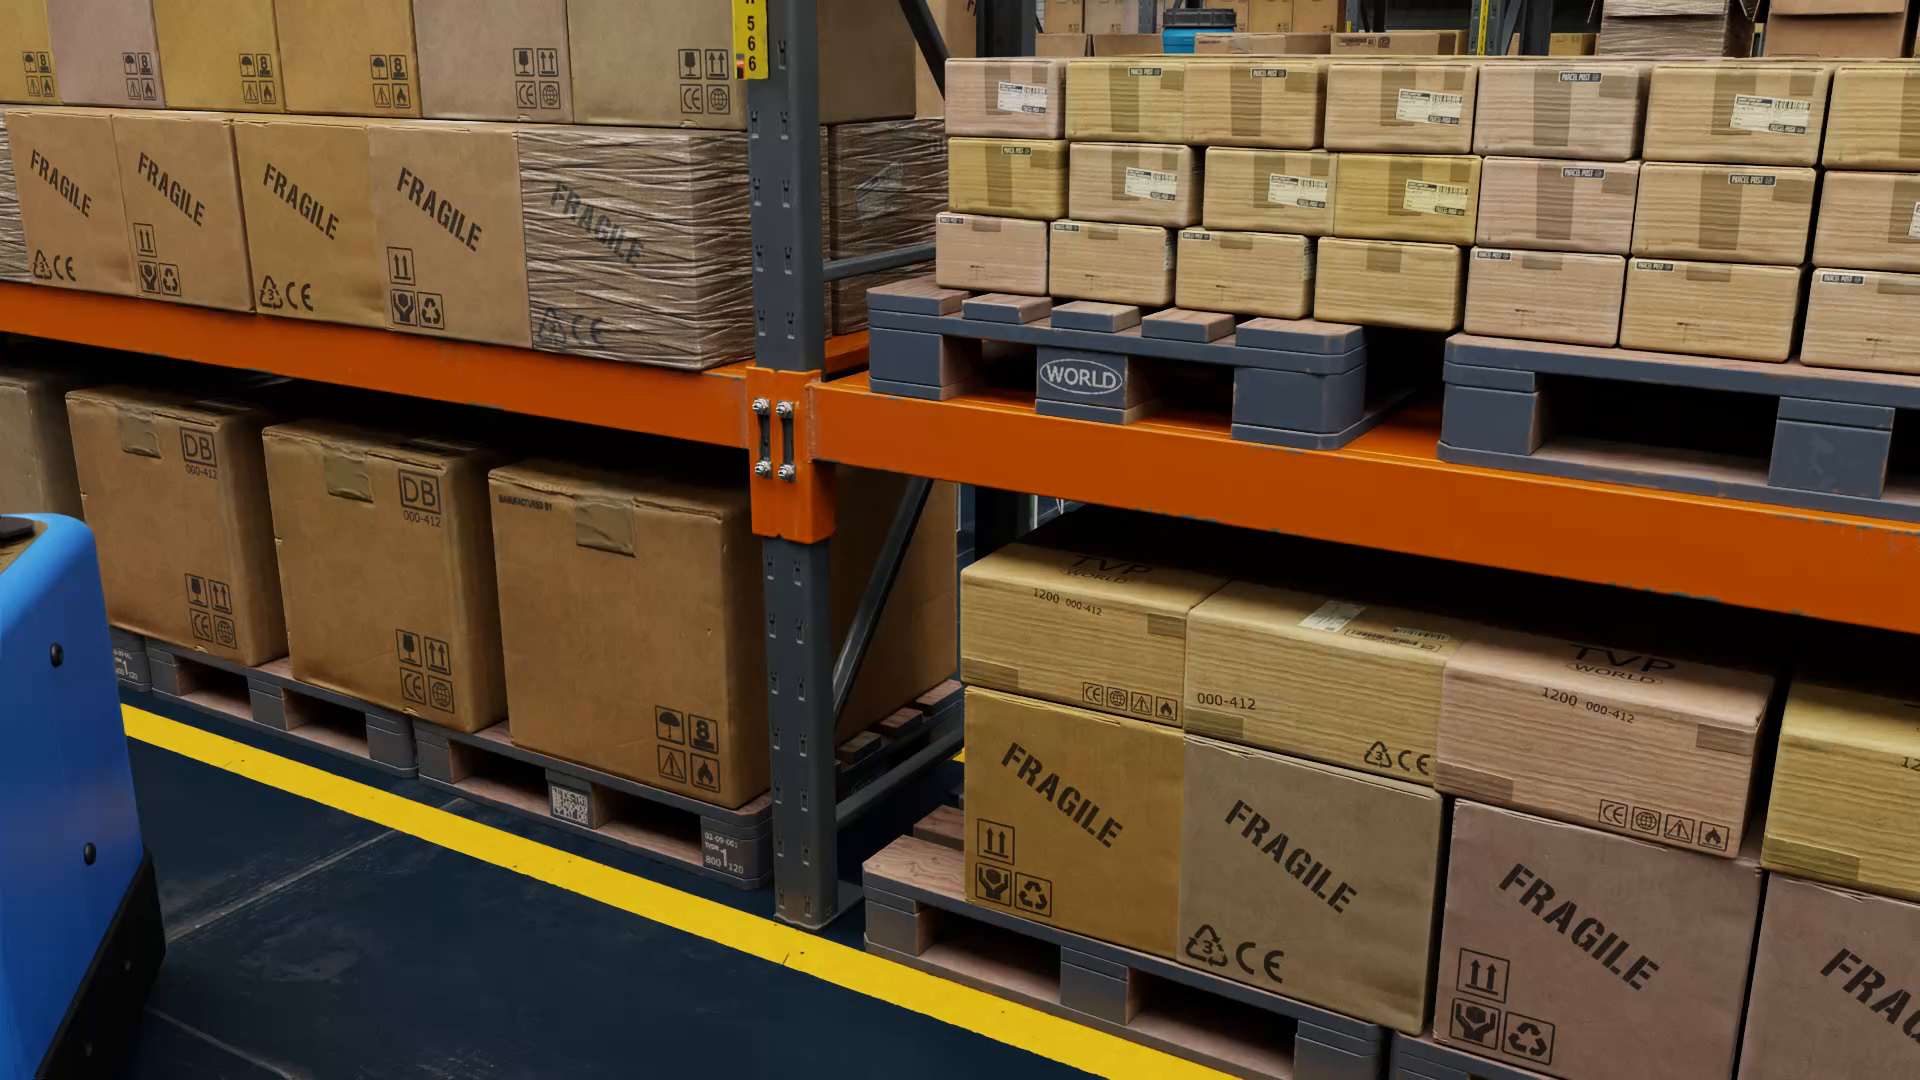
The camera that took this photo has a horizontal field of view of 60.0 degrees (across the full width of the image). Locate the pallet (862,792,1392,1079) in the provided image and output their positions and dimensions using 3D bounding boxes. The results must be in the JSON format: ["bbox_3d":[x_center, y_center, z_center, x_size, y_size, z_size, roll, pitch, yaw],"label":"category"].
[{"bbox_3d":[0.542,0.803,3.875,1.213,0.211,1.003,10,20,30],"label":"pallet"}]

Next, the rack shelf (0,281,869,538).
[{"bbox_3d":[-1.828,-0.611,4.969,4.000,0.370,1.077,10,20,30],"label":"rack shelf"}]

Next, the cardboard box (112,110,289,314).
[{"bbox_3d":[-1.937,-0.930,4.609,0.500,0.500,0.500,10,20,31],"label":"cardboard box"}]

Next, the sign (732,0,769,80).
[{"bbox_3d":[-0.411,-1.067,3.240,0.005,0.325,0.100,10,20,30],"label":"sign"}]

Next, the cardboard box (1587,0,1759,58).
[{"bbox_3d":[3.173,-2.276,7.316,0.637,0.503,0.797,11,20,32],"label":"cardboard box"}]

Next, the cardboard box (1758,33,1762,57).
[{"bbox_3d":[9.930,-5.871,20.121,0.500,0.500,0.700,8,18,24],"label":"cardboard box"}]

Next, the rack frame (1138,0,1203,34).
[{"bbox_3d":[1.742,-3.699,13.897,0.127,3.000,1.000,10,20,30],"label":"rack frame"}]

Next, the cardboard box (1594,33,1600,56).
[{"bbox_3d":[8.392,-6.146,21.024,0.500,0.500,0.700,13,21,38],"label":"cardboard box"}]

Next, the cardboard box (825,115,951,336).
[{"bbox_3d":[-0.365,-0.834,4.293,0.500,0.500,0.500,10,20,31],"label":"cardboard box"}]

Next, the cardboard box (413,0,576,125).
[{"bbox_3d":[-0.932,-1.324,4.188,0.500,0.500,0.700,10,19,29],"label":"cardboard box"}]

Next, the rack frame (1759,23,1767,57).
[{"bbox_3d":[7.746,-4.317,15.931,0.127,3.000,1.000,10,20,30],"label":"rack frame"}]

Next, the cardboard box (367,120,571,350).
[{"bbox_3d":[-1.072,-0.777,4.106,0.500,0.500,0.500,10,20,30],"label":"cardboard box"}]

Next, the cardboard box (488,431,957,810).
[{"bbox_3d":[-0.595,0.110,4.507,0.750,0.750,1.050,10,19,29],"label":"cardboard box"}]

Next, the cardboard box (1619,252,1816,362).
[{"bbox_3d":[1.283,-0.412,2.787,0.250,0.149,0.380,10,20,31],"label":"cardboard box"}]

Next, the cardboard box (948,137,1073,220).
[{"bbox_3d":[0.183,-0.751,3.389,0.250,0.149,0.380,11,20,33],"label":"cardboard box"}]

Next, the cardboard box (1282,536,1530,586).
[{"bbox_3d":[1.033,0.099,3.683,0.500,0.250,0.500,10,20,31],"label":"cardboard box"}]

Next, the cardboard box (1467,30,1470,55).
[{"bbox_3d":[6.636,-6.572,22.291,0.500,0.500,0.500,10,19,29],"label":"cardboard box"}]

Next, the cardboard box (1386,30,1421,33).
[{"bbox_3d":[5.934,-6.519,22.115,0.500,0.500,0.500,10,20,30],"label":"cardboard box"}]

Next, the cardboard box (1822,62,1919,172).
[{"bbox_3d":[1.500,-0.659,2.578,0.250,0.149,0.380,10,19,29],"label":"cardboard box"}]

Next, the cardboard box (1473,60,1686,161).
[{"bbox_3d":[1.063,-0.738,2.836,0.250,0.149,0.380,11,20,33],"label":"cardboard box"}]

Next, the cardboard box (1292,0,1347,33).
[{"bbox_3d":[3.956,-5.660,17.948,0.500,0.500,0.700,10,20,30],"label":"cardboard box"}]

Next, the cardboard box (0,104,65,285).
[{"bbox_3d":[-2.794,-1.084,5.116,0.500,0.500,0.500,10,20,30],"label":"cardboard box"}]

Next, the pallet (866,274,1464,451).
[{"bbox_3d":[0.540,-0.477,3.621,1.003,0.211,1.213,10,20,30],"label":"pallet"}]

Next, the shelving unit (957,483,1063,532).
[{"bbox_3d":[0.141,-0.549,6.624,0.503,1.200,0.258,10,20,30],"label":"shelving unit"}]

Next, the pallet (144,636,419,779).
[{"bbox_3d":[-1.791,0.359,5.336,1.213,0.211,1.003,10,20,30],"label":"pallet"}]

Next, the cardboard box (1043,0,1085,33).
[{"bbox_3d":[1.365,-6.120,19.463,0.500,0.500,0.700,10,20,30],"label":"cardboard box"}]

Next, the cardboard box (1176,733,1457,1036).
[{"bbox_3d":[0.776,0.591,3.354,0.500,0.500,0.500,10,20,31],"label":"cardboard box"}]

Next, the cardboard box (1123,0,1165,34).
[{"bbox_3d":[2.246,-5.965,18.953,0.500,0.500,0.700,10,20,30],"label":"cardboard box"}]

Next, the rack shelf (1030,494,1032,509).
[{"bbox_3d":[0.141,-0.258,6.712,0.480,0.148,0.258,10,20,30],"label":"rack shelf"}]

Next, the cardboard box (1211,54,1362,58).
[{"bbox_3d":[0.747,-1.016,3.752,0.250,0.149,0.380,10,19,29],"label":"cardboard box"}]

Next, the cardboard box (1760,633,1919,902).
[{"bbox_3d":[1.629,0.385,2.741,0.500,0.250,0.500,9,19,28],"label":"cardboard box"}]

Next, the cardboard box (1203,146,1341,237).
[{"bbox_3d":[0.645,-0.670,3.124,0.250,0.149,0.380,9,19,28],"label":"cardboard box"}]

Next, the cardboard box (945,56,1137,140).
[{"bbox_3d":[0.173,-0.897,3.360,0.250,0.149,0.380,10,20,30],"label":"cardboard box"}]

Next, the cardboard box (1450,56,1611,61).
[{"bbox_3d":[1.200,-0.937,3.491,0.250,0.149,0.380,11,20,32],"label":"cardboard box"}]

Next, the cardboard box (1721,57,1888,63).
[{"bbox_3d":[1.635,-0.858,3.231,0.250,0.149,0.380,11,20,33],"label":"cardboard box"}]

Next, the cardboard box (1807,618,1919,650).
[{"bbox_3d":[1.906,0.257,3.162,0.500,0.250,0.500,11,20,32],"label":"cardboard box"}]

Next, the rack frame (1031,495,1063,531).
[{"bbox_3d":[0.349,-0.512,6.502,0.015,1.200,0.240,10,20,30],"label":"rack frame"}]

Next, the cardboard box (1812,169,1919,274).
[{"bbox_3d":[1.513,-0.515,2.614,0.250,0.149,0.380,11,20,32],"label":"cardboard box"}]

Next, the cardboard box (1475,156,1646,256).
[{"bbox_3d":[1.072,-0.594,2.873,0.250,0.149,0.380,10,20,30],"label":"cardboard box"}]

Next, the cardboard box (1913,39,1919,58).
[{"bbox_3d":[11.057,-5.525,19.190,0.500,0.500,0.500,11,20,32],"label":"cardboard box"}]

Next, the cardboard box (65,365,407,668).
[{"bbox_3d":[-2.136,-0.164,5.408,0.750,0.750,1.050,10,20,30],"label":"cardboard box"}]

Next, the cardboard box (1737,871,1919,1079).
[{"bbox_3d":[1.651,0.745,2.845,0.500,0.500,0.500,10,19,29],"label":"cardboard box"}]

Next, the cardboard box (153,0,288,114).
[{"bbox_3d":[-1.806,-1.480,4.699,0.500,0.500,0.700,10,20,30],"label":"cardboard box"}]

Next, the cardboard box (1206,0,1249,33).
[{"bbox_3d":[3.098,-5.813,18.452,0.500,0.500,0.700,10,20,30],"label":"cardboard box"}]

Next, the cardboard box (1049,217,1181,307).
[{"bbox_3d":[0.381,-0.573,3.315,0.250,0.149,0.380,11,20,33],"label":"cardboard box"}]

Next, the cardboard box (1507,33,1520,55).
[{"bbox_3d":[7.343,-6.325,21.614,0.500,0.500,0.700,10,20,30],"label":"cardboard box"}]

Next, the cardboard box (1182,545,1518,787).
[{"bbox_3d":[0.770,0.227,3.259,0.500,0.250,0.500,10,19,29],"label":"cardboard box"}]

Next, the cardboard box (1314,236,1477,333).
[{"bbox_3d":[0.842,-0.491,3.046,0.250,0.149,0.380,11,20,33],"label":"cardboard box"}]

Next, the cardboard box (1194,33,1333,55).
[{"bbox_3d":[1.549,-2.245,8.216,0.500,0.500,0.700,14,22,38],"label":"cardboard box"}]

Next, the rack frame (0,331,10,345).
[{"bbox_3d":[-3.532,-1.259,5.866,0.127,3.000,1.000,10,20,30],"label":"rack frame"}]

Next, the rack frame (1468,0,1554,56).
[{"bbox_3d":[2.558,-1.864,7.856,0.127,3.000,1.000,10,20,30],"label":"rack frame"}]

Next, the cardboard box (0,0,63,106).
[{"bbox_3d":[-2.666,-1.634,5.206,0.500,0.500,0.700,10,19,29],"label":"cardboard box"}]

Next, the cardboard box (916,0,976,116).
[{"bbox_3d":[-0.246,-2.805,9.199,1.000,1.000,1.000,10,20,30],"label":"cardboard box"}]

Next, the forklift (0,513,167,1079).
[{"bbox_3d":[-3.120,-0.207,2.518,3.031,2.935,1.130,-4,17,-13],"label":"forklift"}]

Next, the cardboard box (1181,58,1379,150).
[{"bbox_3d":[0.606,-0.819,3.104,0.250,0.149,0.380,10,20,30],"label":"cardboard box"}]
